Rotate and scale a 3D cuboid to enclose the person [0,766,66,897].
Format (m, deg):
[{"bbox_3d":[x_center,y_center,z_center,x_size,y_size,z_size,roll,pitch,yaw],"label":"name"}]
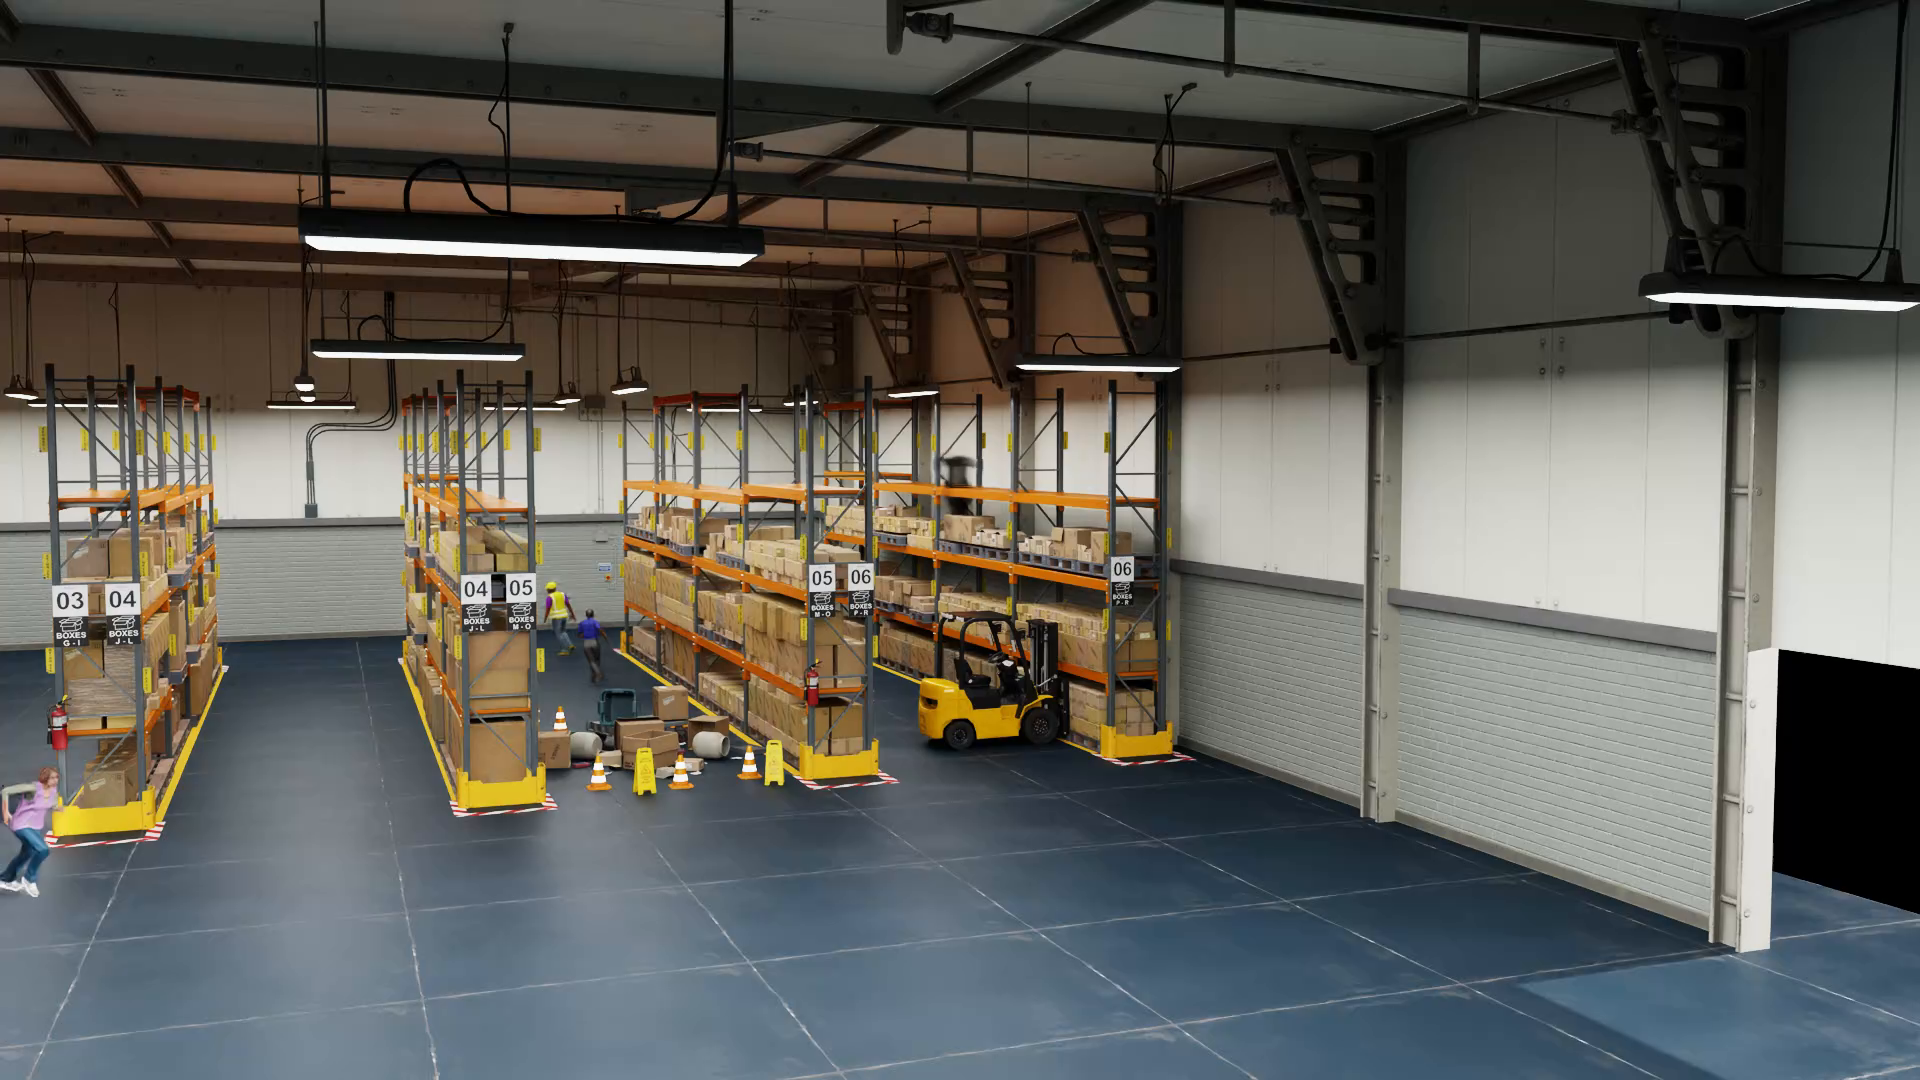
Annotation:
[{"bbox_3d":[-10.245,3.215,18.271,0.894,1.448,0.579,1,3,17],"label":"person"}]

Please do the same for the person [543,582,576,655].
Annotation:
[{"bbox_3d":[-9.461,1.853,39.229,0.603,1.734,0.710,2,4,30],"label":"person"}]

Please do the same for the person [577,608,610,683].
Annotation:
[{"bbox_3d":[-7.631,2.226,34.570,0.696,1.591,0.612,0,3,-2],"label":"person"}]
